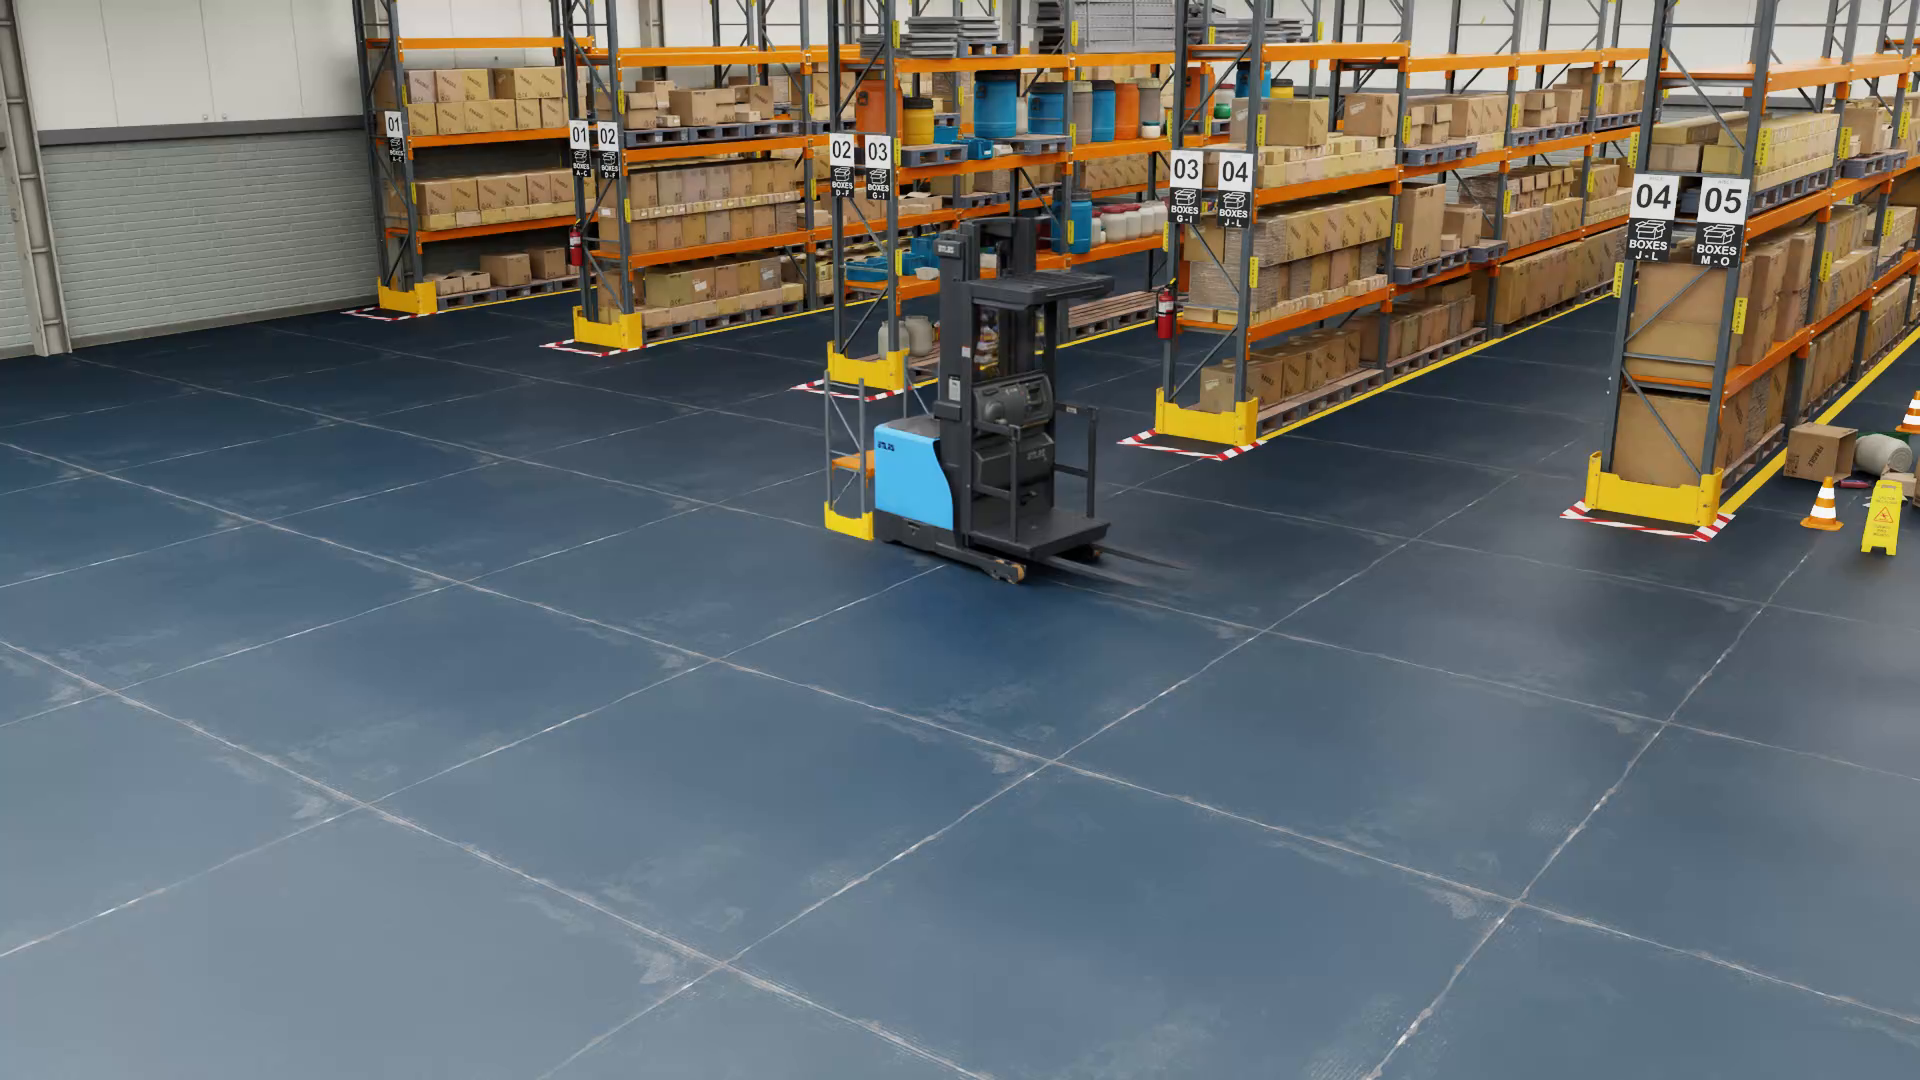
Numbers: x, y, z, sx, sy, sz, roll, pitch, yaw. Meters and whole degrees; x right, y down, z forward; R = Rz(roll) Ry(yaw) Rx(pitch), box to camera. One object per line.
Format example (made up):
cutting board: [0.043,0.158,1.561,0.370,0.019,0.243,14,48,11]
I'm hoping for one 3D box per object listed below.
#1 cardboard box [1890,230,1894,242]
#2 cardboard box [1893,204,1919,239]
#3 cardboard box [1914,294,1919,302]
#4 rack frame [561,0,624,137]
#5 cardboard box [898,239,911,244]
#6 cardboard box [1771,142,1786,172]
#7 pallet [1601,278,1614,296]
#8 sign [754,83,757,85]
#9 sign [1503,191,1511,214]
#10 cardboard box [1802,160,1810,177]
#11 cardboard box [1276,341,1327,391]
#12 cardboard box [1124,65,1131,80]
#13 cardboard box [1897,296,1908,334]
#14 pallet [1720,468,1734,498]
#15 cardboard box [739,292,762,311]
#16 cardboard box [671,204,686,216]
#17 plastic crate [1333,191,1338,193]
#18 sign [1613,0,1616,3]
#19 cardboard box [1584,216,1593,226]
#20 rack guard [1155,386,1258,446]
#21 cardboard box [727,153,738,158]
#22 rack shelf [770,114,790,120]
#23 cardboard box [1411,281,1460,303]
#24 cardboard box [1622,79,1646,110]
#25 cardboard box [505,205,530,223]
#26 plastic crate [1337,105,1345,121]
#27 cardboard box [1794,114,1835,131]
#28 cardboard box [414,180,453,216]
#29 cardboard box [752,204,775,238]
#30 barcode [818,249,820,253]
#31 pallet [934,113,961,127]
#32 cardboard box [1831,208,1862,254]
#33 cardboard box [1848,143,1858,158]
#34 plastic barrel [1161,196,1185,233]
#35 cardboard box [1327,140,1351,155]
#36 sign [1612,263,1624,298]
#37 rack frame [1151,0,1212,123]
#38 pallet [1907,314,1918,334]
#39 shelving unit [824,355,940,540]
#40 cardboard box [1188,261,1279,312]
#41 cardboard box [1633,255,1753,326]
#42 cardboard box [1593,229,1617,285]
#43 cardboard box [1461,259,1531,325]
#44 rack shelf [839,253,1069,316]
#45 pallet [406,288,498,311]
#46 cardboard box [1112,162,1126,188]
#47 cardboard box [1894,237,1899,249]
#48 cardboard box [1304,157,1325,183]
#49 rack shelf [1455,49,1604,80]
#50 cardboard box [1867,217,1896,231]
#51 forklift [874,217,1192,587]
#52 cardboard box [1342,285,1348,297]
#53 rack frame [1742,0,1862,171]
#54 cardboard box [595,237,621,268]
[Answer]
cardboard box: [12.668,-4.215,22.978,0.380,0.149,0.250,12,21,34]
cardboard box: [14.333,-4.821,25.047,0.500,0.500,0.500,12,21,34]
cardboard box: [14.849,-3.835,26.138,0.380,0.149,0.250,14,22,37]
rack frame: [-5.191,-7.217,23.316,1.000,3.000,0.127,12,21,35]
cardboard box: [-0.972,-5.340,30.369,0.500,0.311,0.500,13,22,37]
cardboard box: [7.481,-3.642,15.736,0.500,0.250,0.500,12,21,34]
pallet: [11.155,-4.586,29.662,1.003,0.211,1.213,12,21,35]
sign: [-3.971,-8.715,32.326,0.100,0.325,0.005,12,21,35]
sign: [7.970,-4.927,24.240,0.100,0.325,0.005,12,21,35]
cardboard box: [8.351,-3.766,16.810,0.380,0.149,0.250,12,21,34]
cardboard box: [4.233,-2.172,20.694,0.500,0.500,0.500,10,20,30]
cardboard box: [3.098,-9.650,34.356,0.700,0.500,0.500,12,21,35]
cardboard box: [13.597,-3.344,24.467,0.500,0.500,0.500,12,21,34]
pallet: [7.099,-0.572,16.737,1.003,0.211,1.213,12,21,35]
cardboard box: [-3.501,-3.804,26.369,0.500,0.250,0.500,12,21,35]
cardboard box: [-4.327,-4.947,24.860,0.380,0.149,0.250,12,21,34]
plastic crate: [6.992,-6.637,31.663,0.437,0.282,0.530,12,21,35]
sign: [11.854,-9.898,30.106,0.100,0.325,0.005,12,21,35]
cardboard box: [10.356,-5.350,27.845,0.380,0.149,0.250,12,21,35]
rack guard: [2.808,-1.425,18.995,1.175,0.500,0.348,12,21,35]
cardboard box: [-4.587,-7.612,32.700,0.380,0.149,0.250,9,20,28]
rack shelf: [-3.213,-8.697,34.353,1.077,0.370,4.000,12,21,35]
cardboard box: [6.846,-3.587,23.952,0.500,0.250,0.500,16,23,41]
cardboard box: [12.029,-8.006,29.871,0.700,0.500,0.500,11,20,31]
cardboard box: [-7.717,-5.591,28.415,0.500,0.250,0.500,13,21,35]
plastic crate: [6.895,-7.951,30.959,0.497,0.269,0.590,12,21,35]
cardboard box: [8.956,-4.391,17.475,0.380,0.149,0.250,12,21,34]
cardboard box: [-8.646,-5.583,27.125,0.500,0.500,0.500,12,21,35]
cardboard box: [-3.376,-5.119,26.507,0.700,0.500,0.500,12,21,34]
barcode: [-2.321,-4.767,27.396,0.001,0.075,0.075,12,21,35]
pallet: [-0.757,-7.422,29.353,1.213,0.211,1.003,14,22,37]
cardboard box: [10.876,-3.905,20.911,0.700,0.500,0.500,12,21,34]
cardboard box: [10.113,-4.501,19.176,0.380,0.149,0.250,12,21,35]
plastic barrel: [3.518,-5.282,26.972,0.600,0.536,0.708,12,21,35]
cardboard box: [4.403,-4.661,19.725,0.380,0.149,0.250,14,22,37]
sign: [6.258,-2.465,15.779,0.100,0.325,0.005,12,21,35]
rack frame: [3.551,-8.246,26.630,1.000,3.000,0.127,12,21,35]
pallet: [14.207,-3.393,25.819,1.003,0.211,1.213,12,21,35]
shelving unit: [-0.692,-0.890,15.588,0.587,1.500,1.083,15,23,41]
cardboard box: [3.112,-2.916,18.913,0.875,0.500,0.500,12,21,35]
cardboard box: [6.938,-2.369,15.746,0.875,0.550,0.550,12,21,35]
cardboard box: [10.906,-5.002,29.173,0.875,0.875,0.875,12,21,35]
cardboard box: [7.957,-3.852,25.472,1.225,0.875,0.875,11,21,32]
rack shelf: [-0.024,-3.608,23.025,1.077,0.370,4.000,12,21,35]
pallet: [-8.614,-4.100,28.097,1.003,0.211,1.213,12,21,35]
cardboard box: [3.084,-7.572,34.407,0.500,0.500,0.500,12,21,34]
cardboard box: [12.984,-4.198,23.427,0.380,0.149,0.250,14,22,37]
cardboard box: [3.858,-4.272,19.143,0.500,0.250,0.500,12,21,34]
rack shelf: [8.721,-7.313,25.512,1.077,0.370,4.000,12,21,35]
cardboard box: [12.665,-4.359,22.942,0.380,0.149,0.250,13,22,36]
forklift: [0.613,-1.202,14.178,3.031,2.935,1.130,16,24,42]
cardboard box: [4.586,-3.108,20.623,0.380,0.149,0.250,12,21,35]
rack frame: [9.069,-5.518,17.844,1.000,3.000,0.127,12,21,35]
cardboard box: [-6.363,-5.374,30.969,0.700,0.500,0.500,13,22,37]
